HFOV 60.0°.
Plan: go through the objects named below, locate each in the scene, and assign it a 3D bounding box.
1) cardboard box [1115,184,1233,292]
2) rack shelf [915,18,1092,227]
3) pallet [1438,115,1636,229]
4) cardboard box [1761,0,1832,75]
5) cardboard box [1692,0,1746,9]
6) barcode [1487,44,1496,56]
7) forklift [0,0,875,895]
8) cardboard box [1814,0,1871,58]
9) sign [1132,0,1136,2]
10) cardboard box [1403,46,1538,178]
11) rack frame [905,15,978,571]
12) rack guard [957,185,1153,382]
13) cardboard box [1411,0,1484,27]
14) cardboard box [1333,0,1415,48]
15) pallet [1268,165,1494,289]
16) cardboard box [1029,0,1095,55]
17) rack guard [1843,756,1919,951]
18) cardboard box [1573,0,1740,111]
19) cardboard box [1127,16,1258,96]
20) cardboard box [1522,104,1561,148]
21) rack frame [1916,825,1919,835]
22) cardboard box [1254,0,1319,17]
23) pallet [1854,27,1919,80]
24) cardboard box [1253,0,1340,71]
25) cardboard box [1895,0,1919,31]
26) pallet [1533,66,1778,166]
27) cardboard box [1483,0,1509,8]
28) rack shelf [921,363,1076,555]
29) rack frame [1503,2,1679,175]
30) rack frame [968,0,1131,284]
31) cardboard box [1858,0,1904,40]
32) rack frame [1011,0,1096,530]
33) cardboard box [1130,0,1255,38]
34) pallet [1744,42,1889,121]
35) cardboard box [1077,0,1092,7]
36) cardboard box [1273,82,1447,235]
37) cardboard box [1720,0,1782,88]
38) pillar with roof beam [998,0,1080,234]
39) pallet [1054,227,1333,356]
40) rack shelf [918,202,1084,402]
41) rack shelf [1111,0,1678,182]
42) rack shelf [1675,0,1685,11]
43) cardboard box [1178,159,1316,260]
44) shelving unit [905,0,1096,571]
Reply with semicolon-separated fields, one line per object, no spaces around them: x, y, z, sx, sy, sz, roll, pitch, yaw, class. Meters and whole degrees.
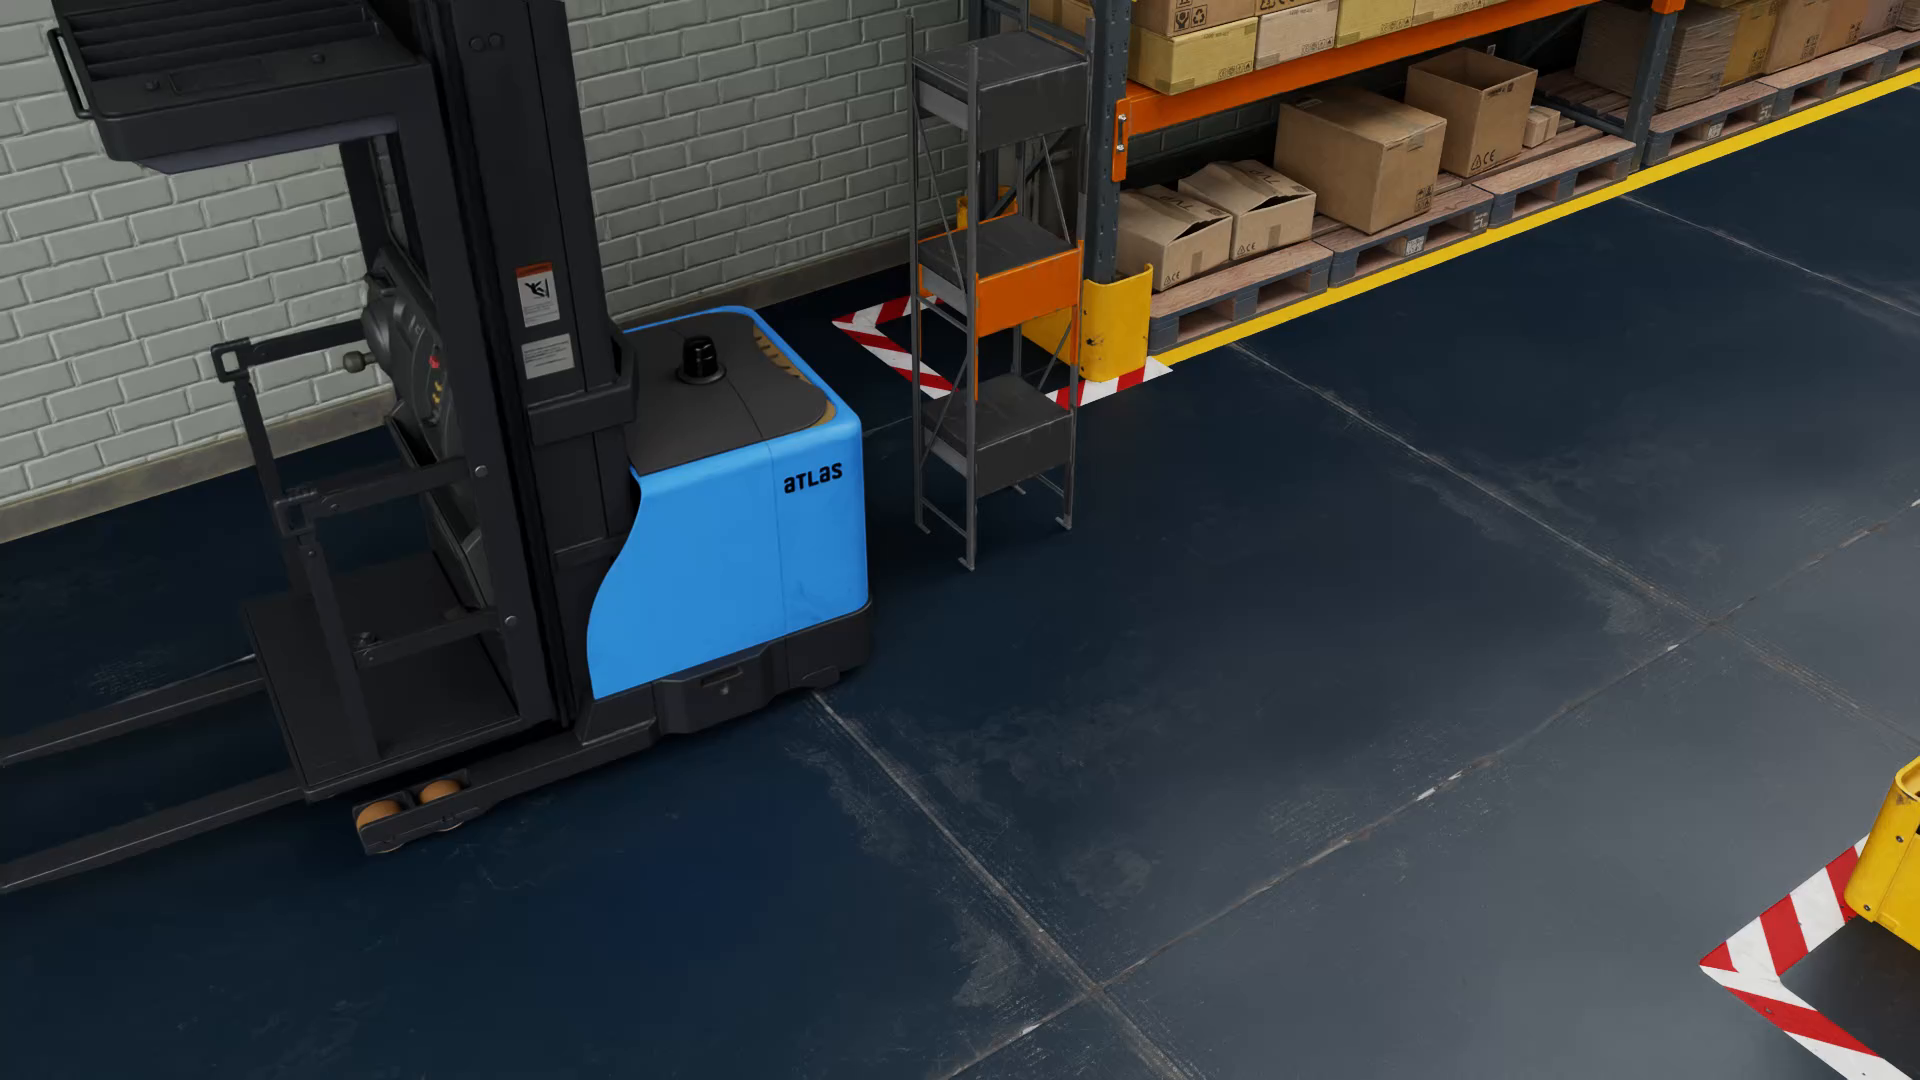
0.991;-1.528;8.231;0.500;0.311;0.500;-28;44;-33;cardboard box
0.135;-1.465;5.814;0.480;0.518;0.431;-22;41;-28;rack shelf
3.115;-2.222;9.658;1.213;0.211;1.003;-22;41;-28;pallet
5.069;-3.366;10.625;0.500;0.500;0.700;-22;41;-27;cardboard box
4.593;-3.470;10.128;0.500;0.250;0.500;-23;42;-29;cardboard box
3.064;-2.823;9.596;0.075;0.075;0.001;-22;41;-28;barcode
-1.849;-0.538;4.988;3.031;2.935;1.130;-18;40;-24;forklift
5.476;-3.540;10.868;0.500;0.500;0.700;-23;41;-28;cardboard box
0.686;-2.344;6.698;0.005;0.325;0.100;-22;41;-28;sign
2.818;-2.392;9.271;0.500;0.500;0.500;-26;43;-31;cardboard box
-0.064;-0.826;6.100;0.015;2.100;0.400;-22;41;-28;rack frame
0.436;-1.262;8.076;0.348;0.500;1.175;-22;41;-28;rack guard
2.206;-2.730;8.088;0.500;0.250;0.500;-22;41;-27;cardboard box
1.791;-2.561;7.853;0.500;0.250;0.500;-23;42;-29;cardboard box
2.116;-1.809;9.084;1.213;0.211;1.003;-22;41;-28;pallet
0.644;-2.448;7.696;0.500;0.250;0.500;-22;41;-27;cardboard box
3.211;1.135;4.744;0.348;0.500;1.175;-22;41;-28;rack guard
4.235;-3.016;10.138;0.500;0.500;0.700;-21;41;-26;cardboard box
0.955;-2.211;7.366;0.500;0.250;0.500;-24;42;-29;cardboard box
3.223;-2.431;9.610;0.250;0.166;0.380;-28;44;-33;cardboard box
3.230;0.112;4.025;0.127;3.000;1.000;-22;41;-28;rack frame
1.347;-2.681;7.378;0.500;0.500;0.500;-22;41;-28;cardboard box
6.273;-3.548;11.502;1.213;0.211;1.003;-22;41;-28;pallet
1.372;-2.392;7.619;0.500;0.250;0.500;-24;42;-29;cardboard box
6.354;-3.839;11.282;0.500;0.500;0.700;-22;41;-27;cardboard box
4.279;-2.727;10.361;1.213;0.211;1.003;-22;41;-28;pallet
2.616;-2.900;8.324;0.500;0.250;0.500;-23;41;-28;cardboard box
0.135;-0.329;6.631;0.480;0.518;0.431;-22;41;-28;rack shelf
3.643;-3.597;9.182;0.127;3.000;1.000;-22;41;-28;rack frame
0.374;-2.251;7.311;0.127;3.000;1.000;-22;41;-28;rack frame
5.866;-3.721;11.119;0.500;0.500;0.700;-22;41;-28;cardboard box
0.335;-0.990;6.328;0.015;2.100;0.400;-22;41;-28;rack frame
0.937;-2.520;7.154;0.500;0.500;0.500;-22;41;-28;cardboard box
5.277;-3.140;10.935;1.213;0.211;1.003;-22;41;-28;pallet
0.636;-2.763;7.491;0.500;0.500;0.500;-23;42;-28;cardboard box
2.085;-2.019;8.753;0.500;0.500;0.700;-25;43;-31;cardboard box
4.629;-3.214;10.413;0.500;0.500;0.700;-23;42;-29;cardboard box
2.927;-3.280;3.604;0.400;9.000;9.100;-22;41;-28;pillar with roof beam
1.120;-1.401;8.517;1.213;0.211;1.003;-22;41;-28;pallet
0.135;-0.897;6.222;0.480;0.518;0.431;-22;41;-28;rack shelf
2.008;-2.632;8.456;4.000;0.370;1.077;-22;41;-28;rack shelf
5.278;-3.977;10.327;4.000;0.370;1.077;-22;41;-28;rack shelf
1.457;-1.720;8.498;0.500;0.311;0.500;-19;40;-24;cardboard box
0.135;-0.908;6.214;0.503;2.100;0.431;-22;41;-28;shelving unit
